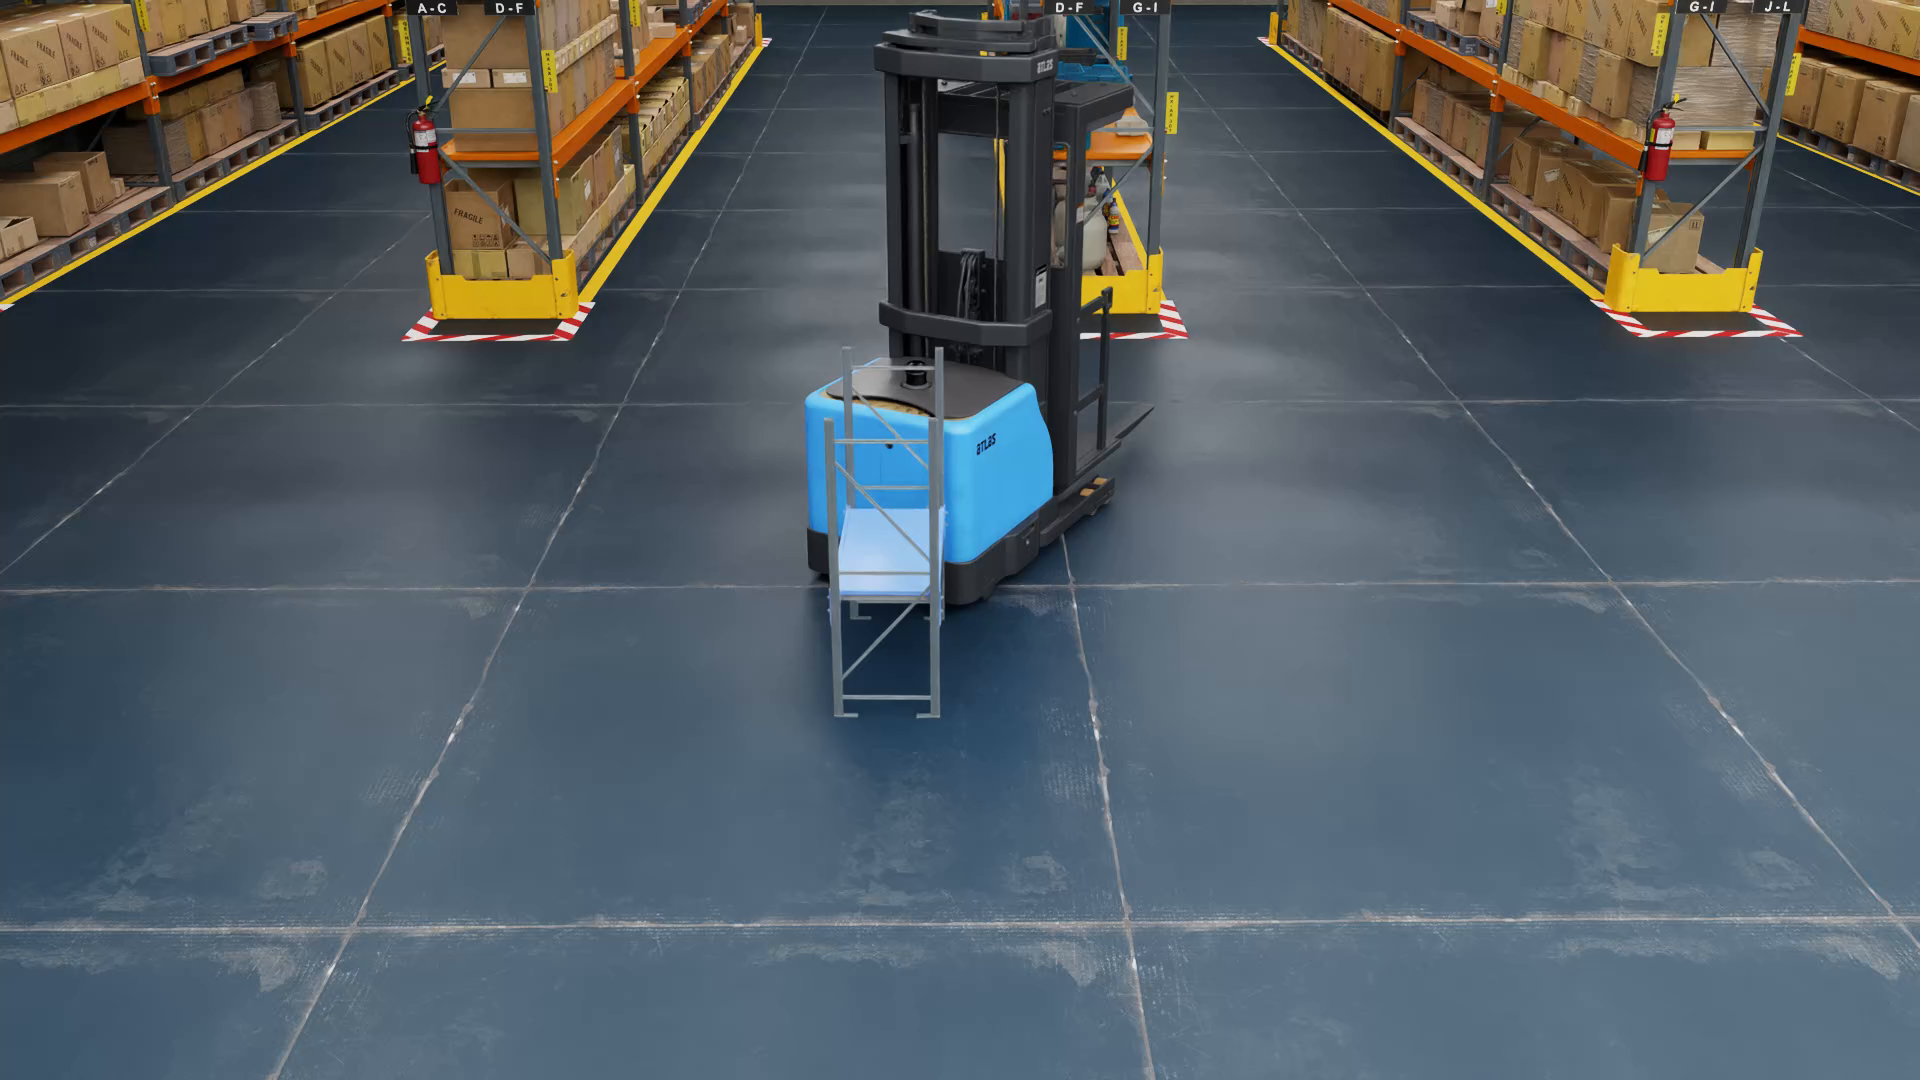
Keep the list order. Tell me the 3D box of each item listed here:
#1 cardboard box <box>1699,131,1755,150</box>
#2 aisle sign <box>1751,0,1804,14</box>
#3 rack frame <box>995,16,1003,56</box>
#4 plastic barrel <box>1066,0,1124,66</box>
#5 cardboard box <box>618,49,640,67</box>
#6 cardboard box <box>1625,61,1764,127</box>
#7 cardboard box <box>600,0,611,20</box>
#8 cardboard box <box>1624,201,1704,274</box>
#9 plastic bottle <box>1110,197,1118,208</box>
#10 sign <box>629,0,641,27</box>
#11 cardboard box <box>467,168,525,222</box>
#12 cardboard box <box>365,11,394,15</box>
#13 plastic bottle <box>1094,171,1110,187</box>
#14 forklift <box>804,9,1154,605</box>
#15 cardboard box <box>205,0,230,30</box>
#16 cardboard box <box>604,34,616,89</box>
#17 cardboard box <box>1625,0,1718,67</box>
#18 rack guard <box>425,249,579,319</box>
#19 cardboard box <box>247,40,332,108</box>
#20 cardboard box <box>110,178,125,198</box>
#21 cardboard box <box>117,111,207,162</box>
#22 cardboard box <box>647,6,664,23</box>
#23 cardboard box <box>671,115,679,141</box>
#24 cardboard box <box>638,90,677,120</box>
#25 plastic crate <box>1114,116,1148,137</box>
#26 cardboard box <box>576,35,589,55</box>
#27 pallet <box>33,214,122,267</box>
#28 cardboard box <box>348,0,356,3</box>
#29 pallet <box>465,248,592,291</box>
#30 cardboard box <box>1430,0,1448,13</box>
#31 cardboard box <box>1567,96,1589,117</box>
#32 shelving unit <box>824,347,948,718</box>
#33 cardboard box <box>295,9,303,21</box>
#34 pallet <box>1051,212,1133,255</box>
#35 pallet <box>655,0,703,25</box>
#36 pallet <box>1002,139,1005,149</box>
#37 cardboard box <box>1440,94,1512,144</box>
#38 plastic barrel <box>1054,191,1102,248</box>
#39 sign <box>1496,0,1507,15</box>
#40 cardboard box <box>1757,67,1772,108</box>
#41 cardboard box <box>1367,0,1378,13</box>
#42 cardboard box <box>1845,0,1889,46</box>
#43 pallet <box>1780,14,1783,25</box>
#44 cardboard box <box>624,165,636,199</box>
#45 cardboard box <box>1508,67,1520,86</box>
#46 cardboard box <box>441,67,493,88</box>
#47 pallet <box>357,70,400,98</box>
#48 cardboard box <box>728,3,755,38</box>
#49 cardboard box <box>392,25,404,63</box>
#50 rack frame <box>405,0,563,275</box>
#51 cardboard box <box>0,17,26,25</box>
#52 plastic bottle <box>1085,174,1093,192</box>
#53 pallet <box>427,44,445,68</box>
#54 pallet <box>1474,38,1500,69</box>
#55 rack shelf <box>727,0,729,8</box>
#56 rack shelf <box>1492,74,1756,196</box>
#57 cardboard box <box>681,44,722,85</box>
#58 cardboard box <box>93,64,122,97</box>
[{"bbox_3d":[6.335,-3.329,13.775,0.380,0.149,0.250,0,24,-1],"label":"cardboard box"},{"bbox_3d":[6.401,-4.485,12.872,0.394,0.787,0.004,0,24,-1],"label":"aisle sign"},{"bbox_3d":[1.016,-8.247,24.345,1.000,3.000,0.127,0,24,-1],"label":"rack frame"},{"bbox_3d":[1.402,-5.340,17.308,0.600,0.901,0.708,0,24,-1],"label":"plastic barrel"},{"bbox_3d":[-3.655,-5.182,17.872,0.380,0.149,0.250,0,24,-1],"label":"cardboard box"},{"bbox_3d":[6.121,-3.733,13.881,0.875,0.500,0.500,0,24,-1],"label":"cardboard box"},{"bbox_3d":[-3.838,-5.384,16.318,0.700,0.500,0.500,0,24,0],"label":"cardboard box"},{"bbox_3d":[6.110,-2.635,14.459,0.500,0.500,0.500,4,25,9],"label":"cardboard box"},{"bbox_3d":[1.455,-3.107,15.742,0.061,0.283,0.133,0,24,0],"label":"plastic bottle"},{"bbox_3d":[-3.295,-5.364,16.823,0.100,0.325,0.005,0,24,-1],"label":"sign"},{"bbox_3d":[-4.135,-3.194,15.088,0.500,0.500,0.500,0,24,-1],"label":"cardboard box"},{"bbox_3d":[-9.004,-8.124,25.810,0.380,0.149,0.250,-1,24,-2],"label":"cardboard box"},{"bbox_3d":[1.404,-3.468,16.459,0.144,0.351,0.185,0,24,-1],"label":"plastic bottle"},{"bbox_3d":[0.298,-1.562,9.647,1.130,2.935,3.031,13,27,26],"label":"forklift"},{"bbox_3d":[-8.796,-6.094,18.928,0.700,0.500,0.500,0,24,-1],"label":"cardboard box"},{"bbox_3d":[-3.838,-4.793,16.586,0.700,0.500,0.500,-1,24,-2],"label":"cardboard box"},{"bbox_3d":[5.847,-4.187,13.672,0.500,0.500,0.500,0,24,-1],"label":"cardboard box"},{"bbox_3d":[-3.806,-2.133,13.859,1.175,0.500,0.348,0,24,-1],"label":"rack guard"},{"bbox_3d":[-8.723,-6.070,21.630,0.750,0.750,0.750,-1,24,-1],"label":"cardboard box"},{"bbox_3d":[-8.767,-3.595,16.964,0.380,0.166,0.250,-3,25,-7],"label":"cardboard box"},{"bbox_3d":[-8.883,-4.484,18.523,0.700,0.500,0.500,-1,24,-2],"label":"cardboard box"},{"bbox_3d":[-3.933,-6.388,20.341,0.500,0.311,0.500,1,24,3],"label":"cardboard box"},{"bbox_3d":[-3.632,-4.881,19.730,0.500,0.250,0.500,0,24,1],"label":"cardboard box"},{"bbox_3d":[-3.626,-5.135,19.611,0.500,0.311,0.500,0,24,-1],"label":"cardboard box"},{"bbox_3d":[1.459,-3.553,14.285,0.298,0.136,0.250,0,24,-1],"label":"plastic crate"},{"bbox_3d":[-3.614,-4.527,15.212,0.380,0.149,0.250,1,24,1],"label":"cardboard box"},{"bbox_3d":[-8.744,-2.855,15.807,1.003,0.211,1.213,0,24,-1],"label":"pallet"},{"bbox_3d":[-8.621,-7.539,23.059,0.380,0.149,0.250,0,24,-1],"label":"cardboard box"},{"bbox_3d":[-3.856,-2.326,14.637,1.003,0.211,1.213,0,24,-1],"label":"pallet"},{"bbox_3d":[6.059,-6.636,20.151,0.500,0.500,0.500,-3,25,-7],"label":"cardboard box"},{"bbox_3d":[5.769,-3.944,15.136,0.380,0.149,0.250,0,24,-1],"label":"cardboard box"},{"bbox_3d":[-0.339,-0.055,8.051,0.538,1.500,1.048,0,24,1],"label":"shelving unit"},{"bbox_3d":[-8.612,-6.690,21.182,0.380,0.149,0.250,0,24,0],"label":"cardboard box"},{"bbox_3d":[1.085,-2.899,15.904,1.003,0.211,1.213,0,24,-1],"label":"pallet"},{"bbox_3d":[-3.971,-6.770,21.311,1.213,0.211,1.003,0,24,-1],"label":"pallet"},{"bbox_3d":[1.030,-5.009,20.569,1.003,0.211,1.213,0,24,-1],"label":"pallet"},{"bbox_3d":[6.072,-4.945,19.542,0.700,0.500,0.500,2,24,4],"label":"cardboard box"},{"bbox_3d":[1.058,-2.838,14.894,0.421,0.512,0.421,0,24,0],"label":"plastic barrel"},{"bbox_3d":[5.501,-5.497,16.858,0.100,0.325,0.005,0,24,-1],"label":"sign"},{"bbox_3d":[10.705,-5.924,21.733,0.500,0.500,0.500,0,24,-1],"label":"cardboard box"},{"bbox_3d":[5.751,-7.288,22.104,0.500,0.500,0.500,-1,24,-2],"label":"cardboard box"},{"bbox_3d":[10.722,-6.044,19.352,0.500,0.500,0.500,0,24,-1],"label":"cardboard box"},{"bbox_3d":[10.859,-6.808,21.395,1.213,0.211,1.003,0,24,-1],"label":"pallet"},{"bbox_3d":[-3.626,-3.678,17.070,0.500,0.250,0.500,0,24,-1],"label":"cardboard box"},{"bbox_3d":[5.748,-4.666,16.730,0.380,0.149,0.250,0,24,-1],"label":"cardboard box"},{"bbox_3d":[-4.001,-3.779,13.558,0.380,0.149,0.250,-1,24,-1],"label":"cardboard box"},{"bbox_3d":[-8.806,-6.615,24.119,1.003,0.211,1.213,0,24,-1],"label":"pallet"},{"bbox_3d":[-3.728,-8.713,27.875,0.500,0.500,0.500,0,24,-1],"label":"cardboard box"},{"bbox_3d":[-8.796,-7.564,25.357,0.700,0.500,0.500,0,24,0],"label":"cardboard box"},{"bbox_3d":[-3.806,-3.282,13.366,1.000,3.000,0.127,0,24,-1],"label":"rack frame"},{"bbox_3d":[-9.005,-4.575,15.474,0.500,0.500,0.500,0,24,1],"label":"cardboard box"},{"bbox_3d":[1.253,-3.556,16.744,0.152,0.276,0.135,0,24,-1],"label":"plastic bottle"},{"bbox_3d":[-8.836,-7.750,26.629,1.003,0.211,1.213,0,24,-1],"label":"pallet"},{"bbox_3d":[6.193,-5.201,17.843,1.003,0.211,1.213,0,24,-1],"label":"pallet"},{"bbox_3d":[-3.959,-8.723,26.270,1.077,0.370,4.000,0,24,-1],"label":"rack shelf"},{"bbox_3d":[6.078,-3.821,15.432,1.077,0.370,4.000,0,24,-1],"label":"rack shelf"},{"bbox_3d":[-3.643,-6.676,23.370,0.500,0.500,0.500,0,24,0],"label":"cardboard box"},{"bbox_3d":[-8.497,-4.448,16.102,0.500,0.250,0.500,0,24,0],"label":"cardboard box"}]
